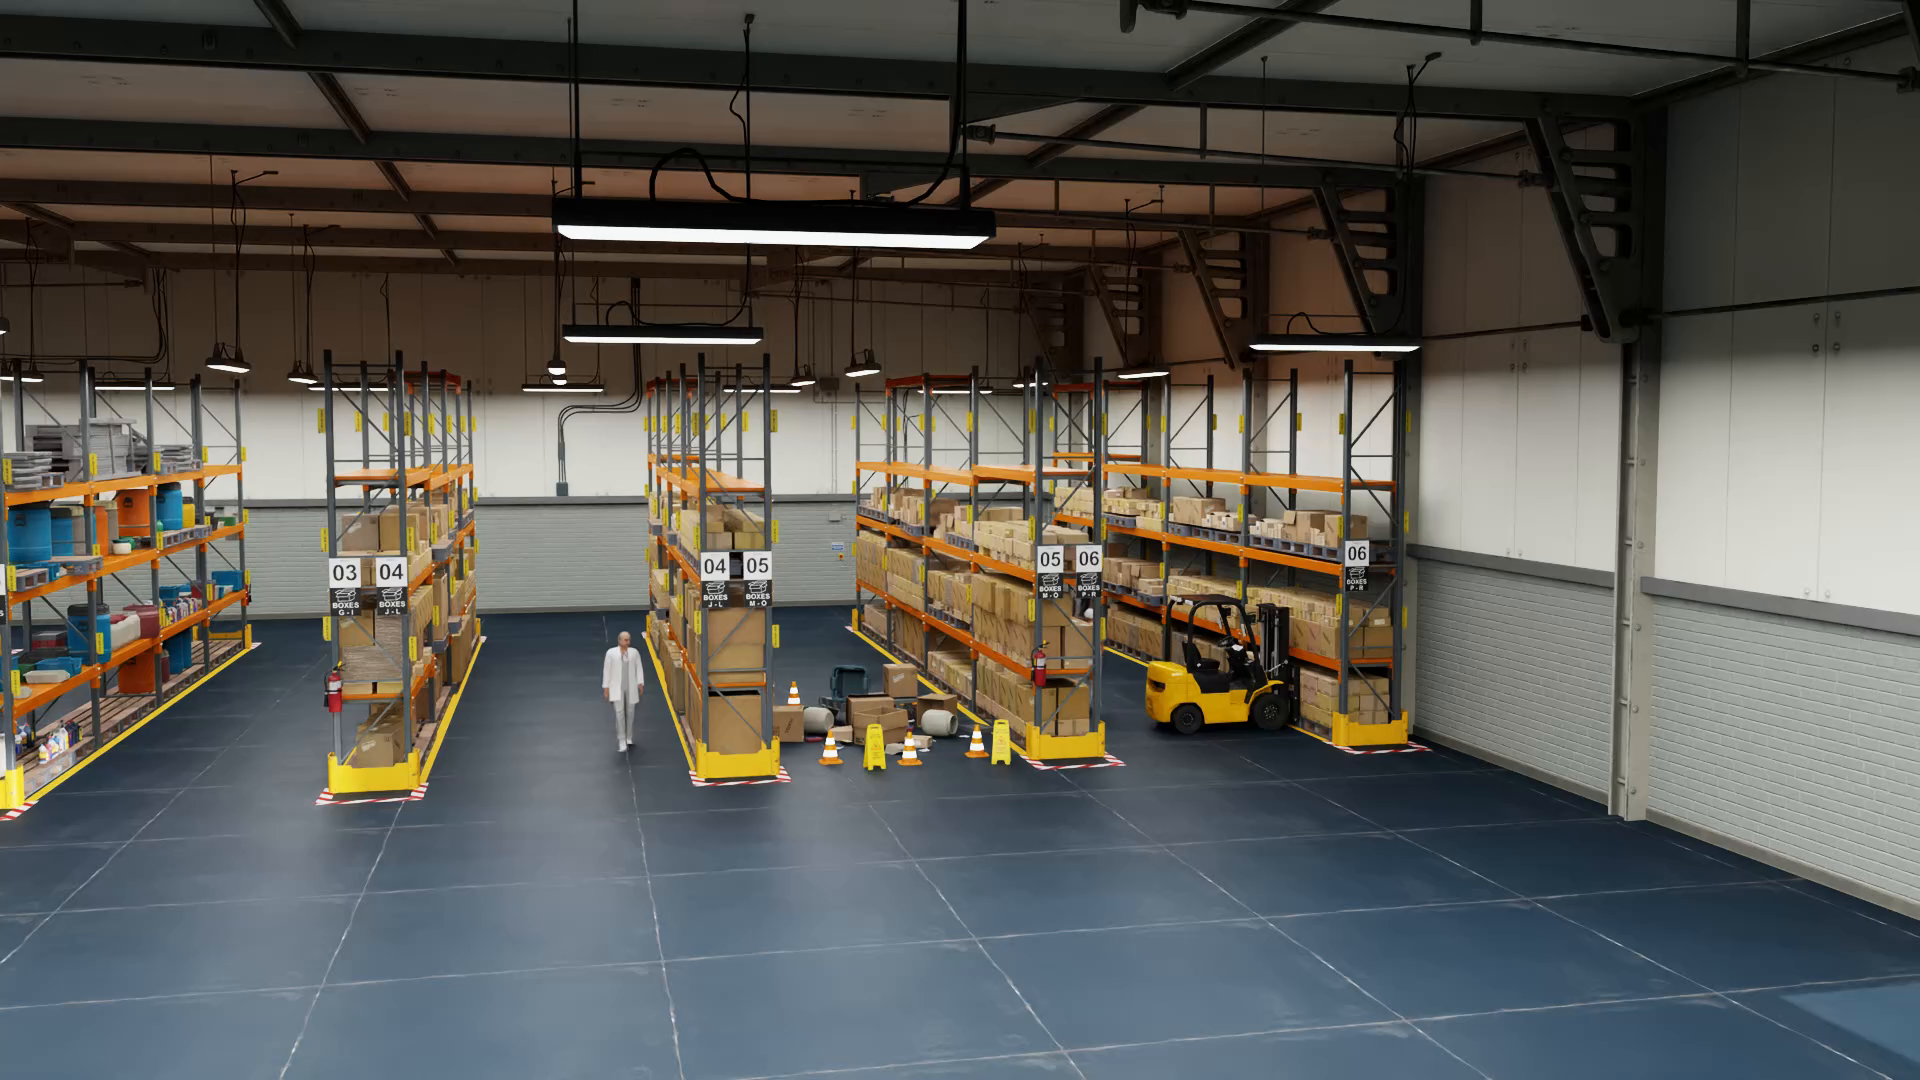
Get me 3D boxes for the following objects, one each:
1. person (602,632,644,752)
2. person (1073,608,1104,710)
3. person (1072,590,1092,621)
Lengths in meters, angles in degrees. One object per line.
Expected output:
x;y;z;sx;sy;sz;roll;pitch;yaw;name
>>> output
-5.188;2.338;25.796;0.620;1.794;0.798;-2;4;-25;person
2.256;2.072;29.109;0.561;1.760;0.700;-1;4;-17;person
2.567;1.560;35.306;0.574;1.619;0.573;3;5;39;person
